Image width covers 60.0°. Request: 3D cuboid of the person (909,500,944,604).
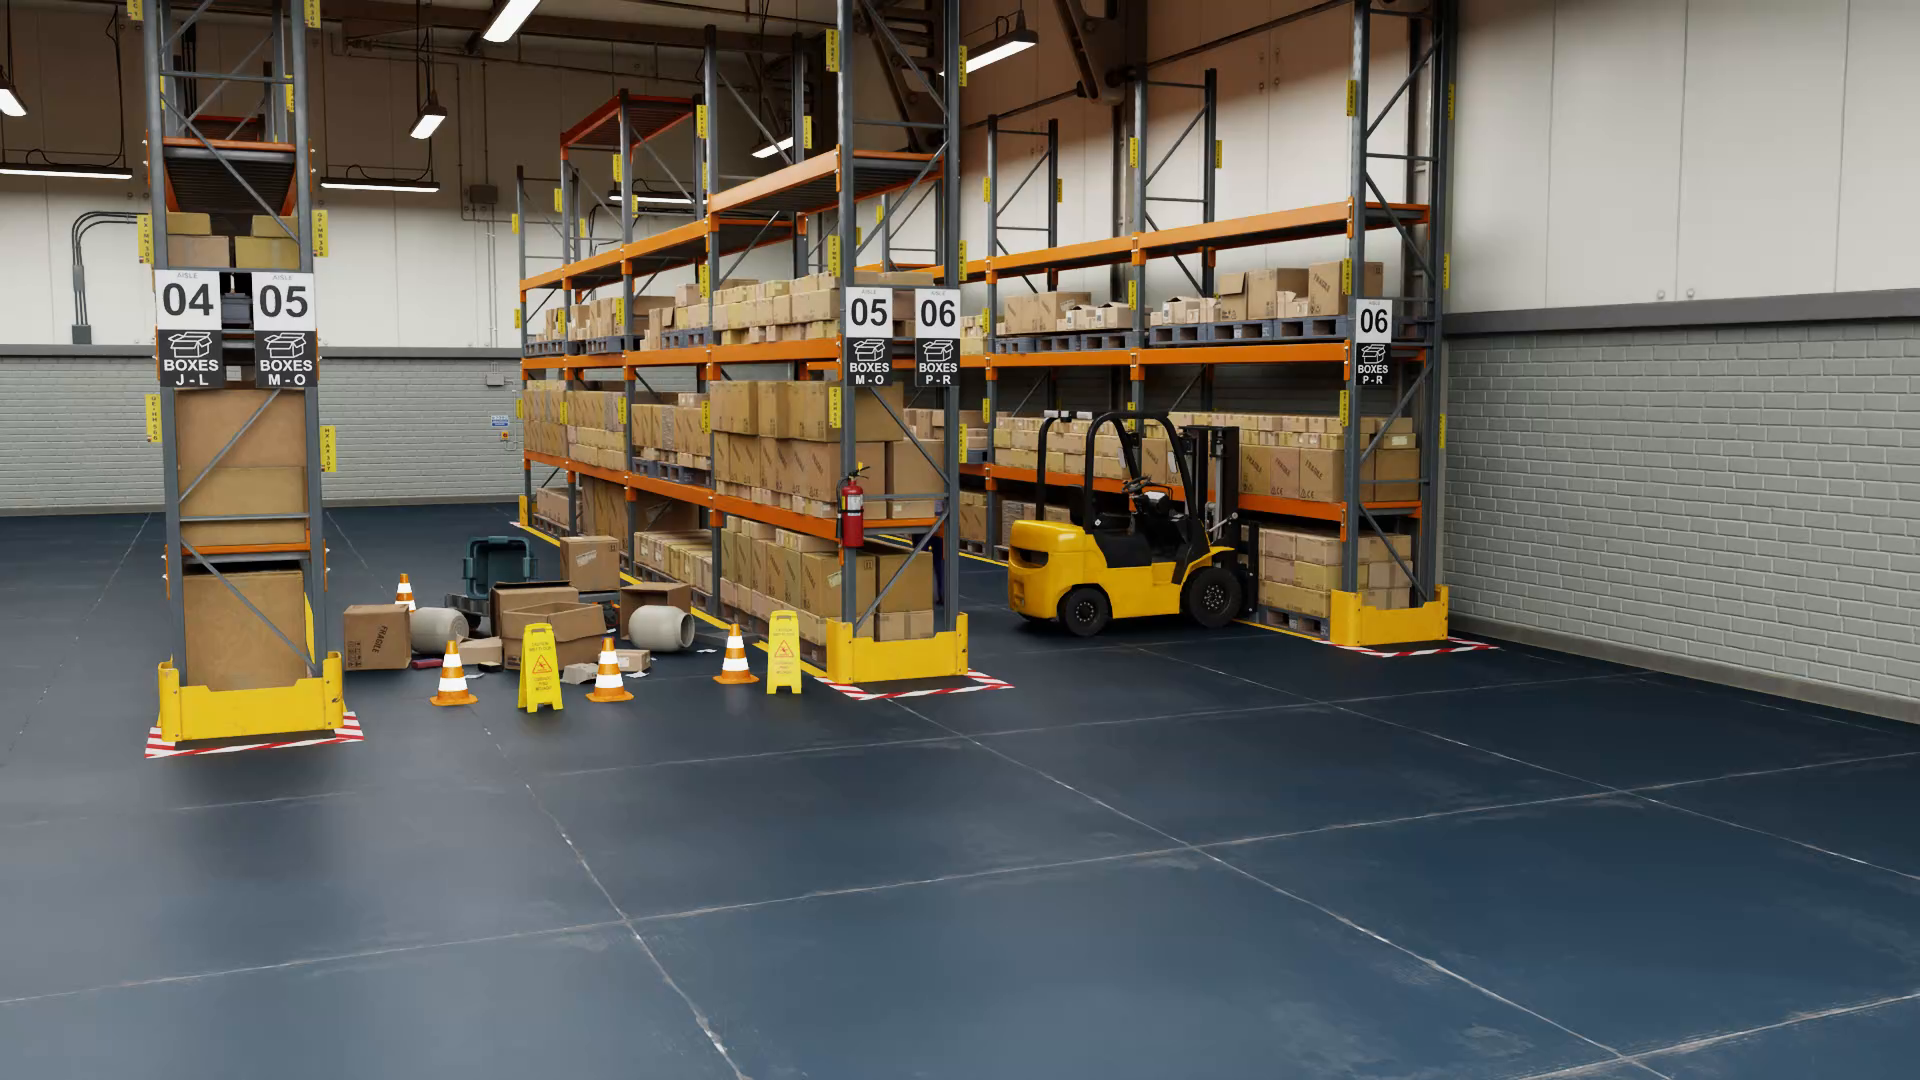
[{"bbox_3d":[-0.350,-0.099,18.257,0.468,1.673,0.343,-2,6,-22],"label":"person"}]
